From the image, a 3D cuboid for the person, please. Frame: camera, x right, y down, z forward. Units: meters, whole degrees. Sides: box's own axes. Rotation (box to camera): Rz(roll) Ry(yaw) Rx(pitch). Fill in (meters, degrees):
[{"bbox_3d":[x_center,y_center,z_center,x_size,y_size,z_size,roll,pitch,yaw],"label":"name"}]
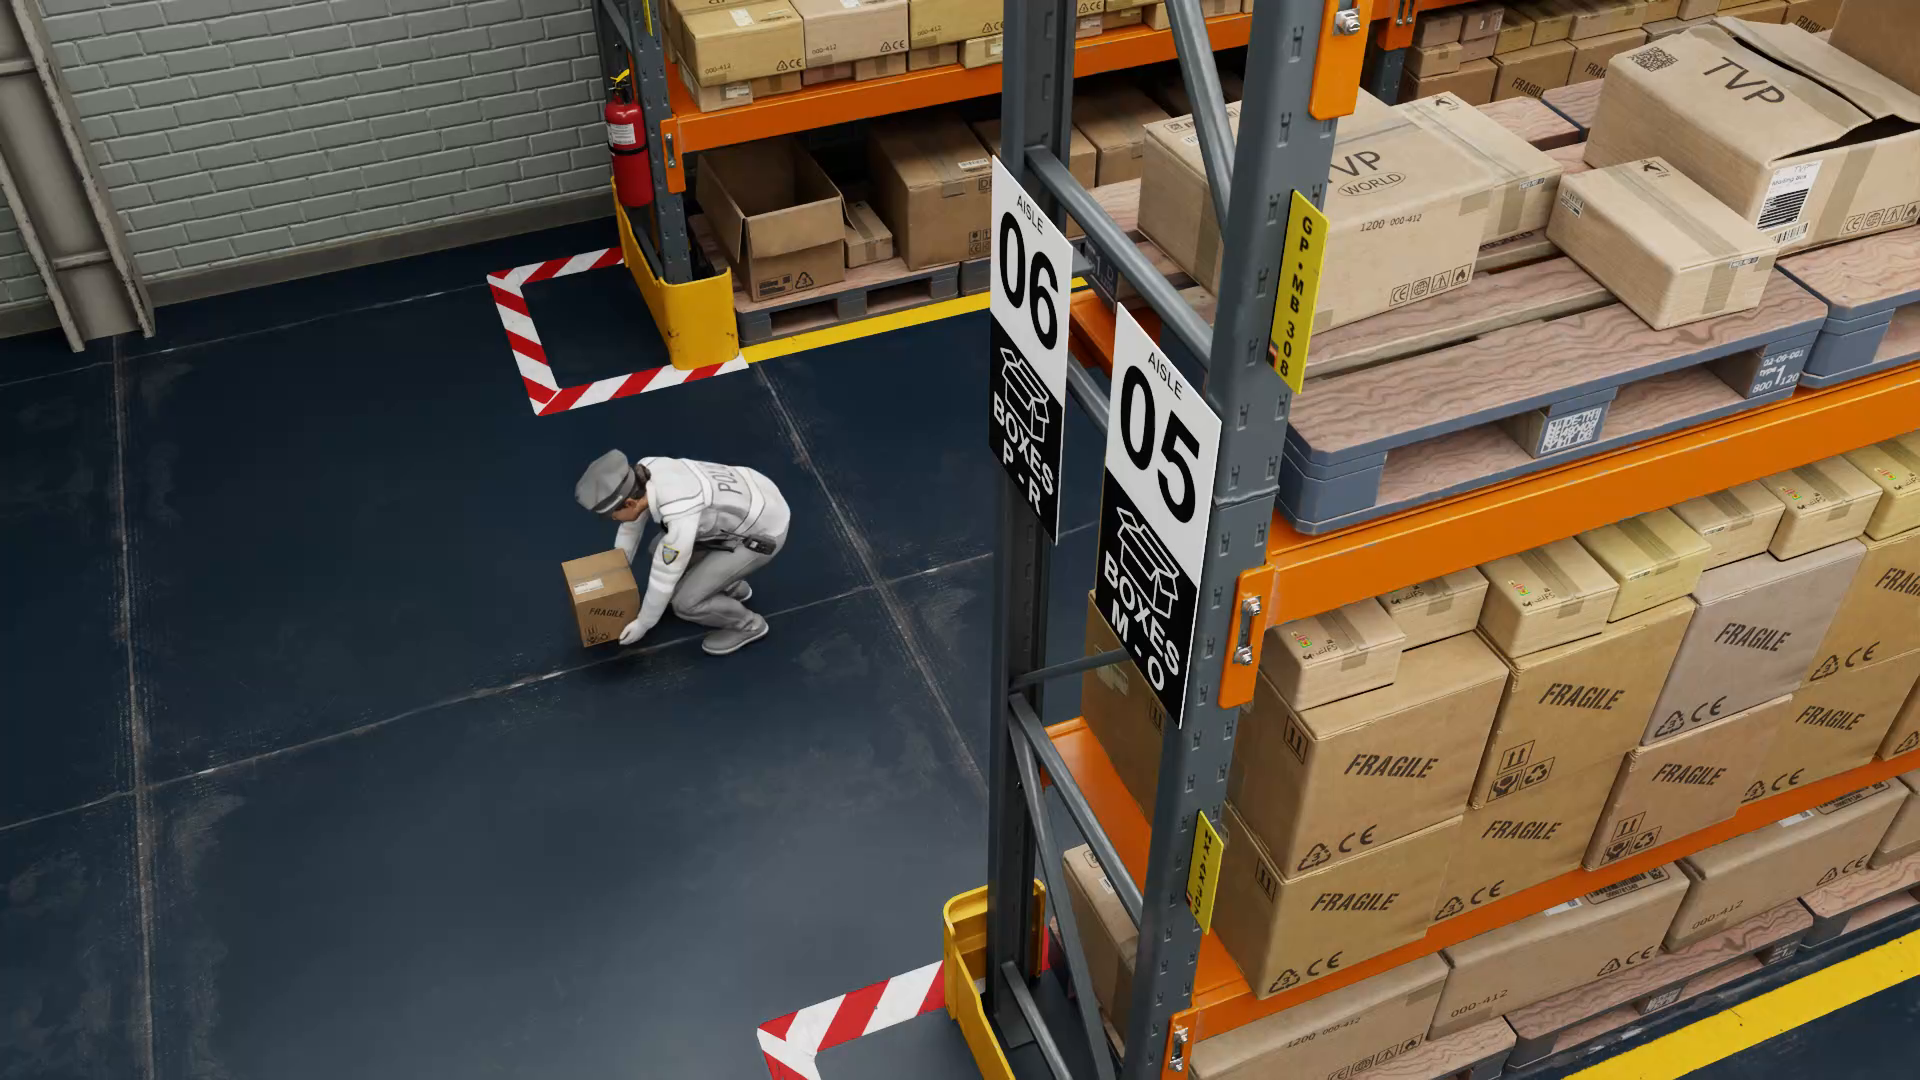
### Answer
[{"bbox_3d":[-1.074,0.013,6.619,0.820,1.036,0.501,-16,44,-17],"label":"person"}]
